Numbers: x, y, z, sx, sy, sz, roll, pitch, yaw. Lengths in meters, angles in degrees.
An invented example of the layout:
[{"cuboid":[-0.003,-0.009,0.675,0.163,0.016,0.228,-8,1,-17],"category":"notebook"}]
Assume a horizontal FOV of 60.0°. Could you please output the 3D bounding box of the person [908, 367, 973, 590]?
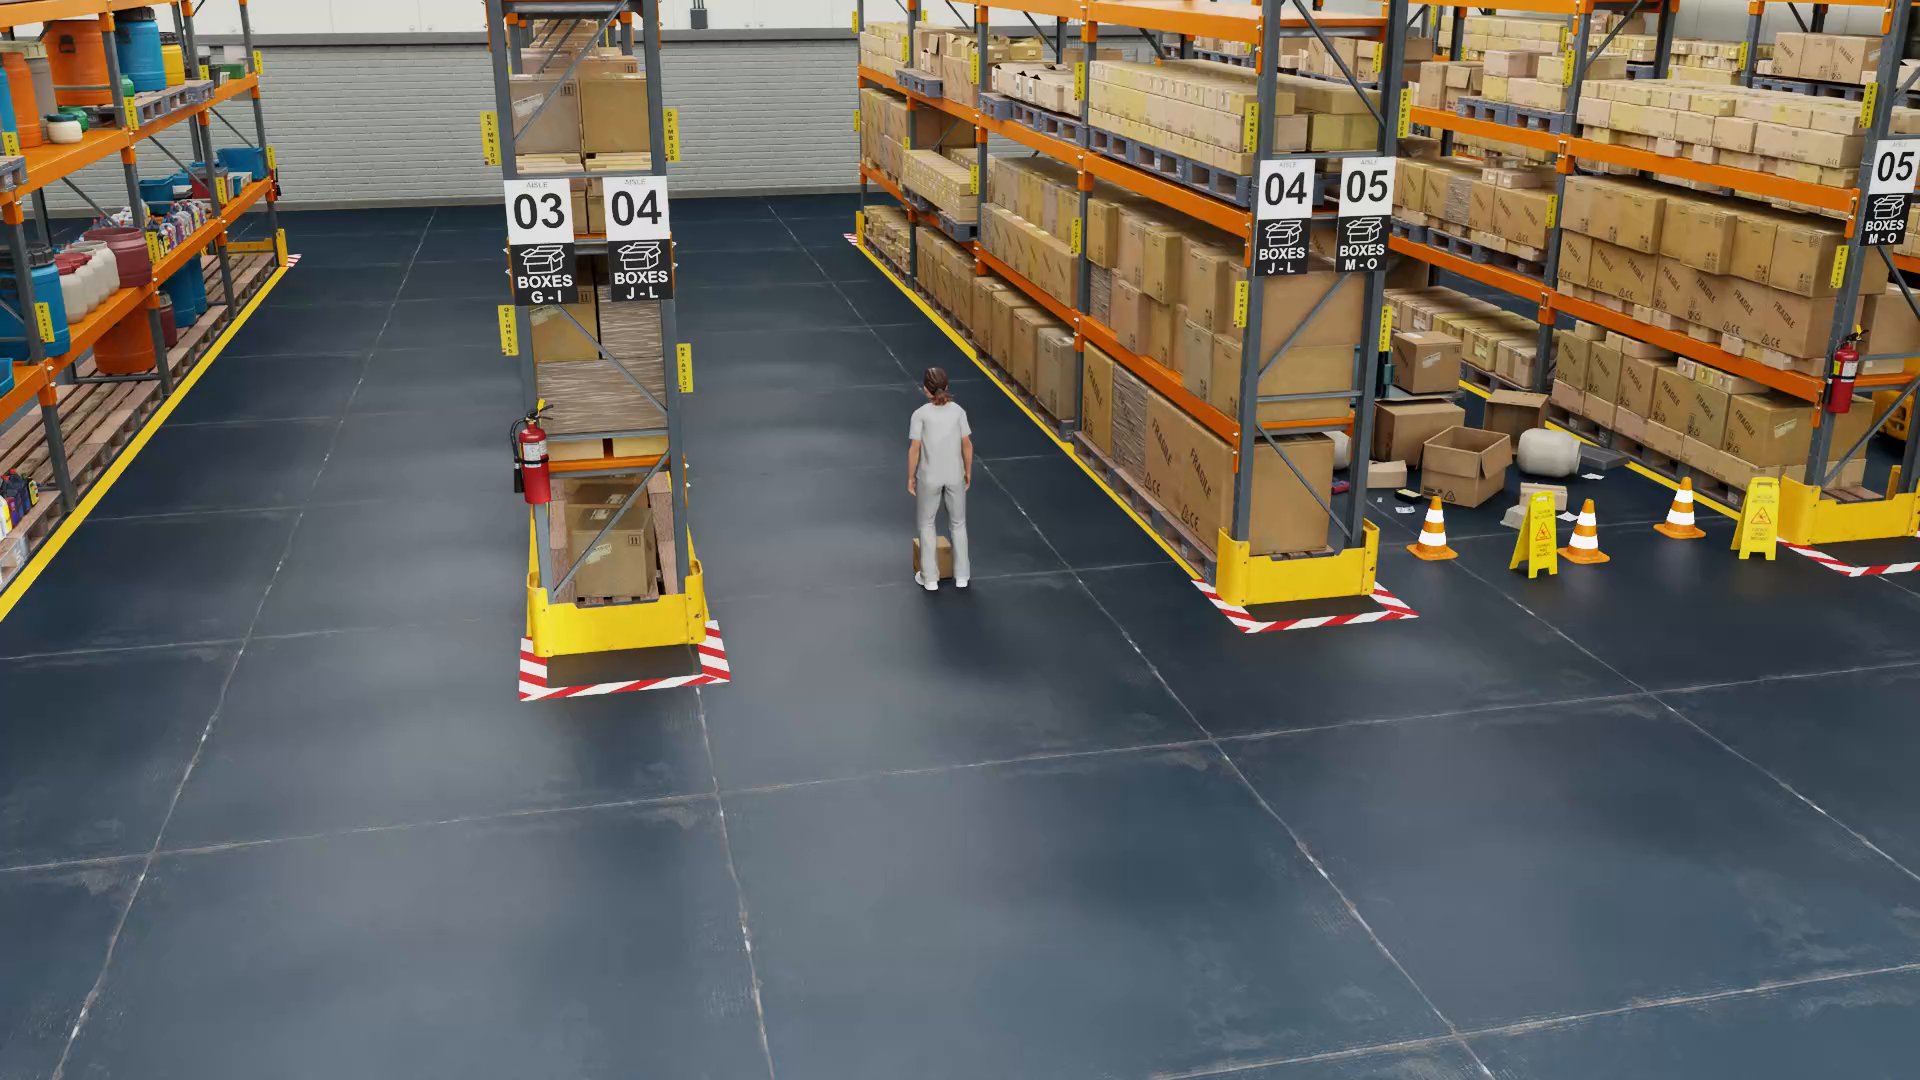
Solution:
[{"cuboid":[-0.146,-0.450,12.336,0.493,1.669,0.353,-5,20,-13],"category":"person"}]
